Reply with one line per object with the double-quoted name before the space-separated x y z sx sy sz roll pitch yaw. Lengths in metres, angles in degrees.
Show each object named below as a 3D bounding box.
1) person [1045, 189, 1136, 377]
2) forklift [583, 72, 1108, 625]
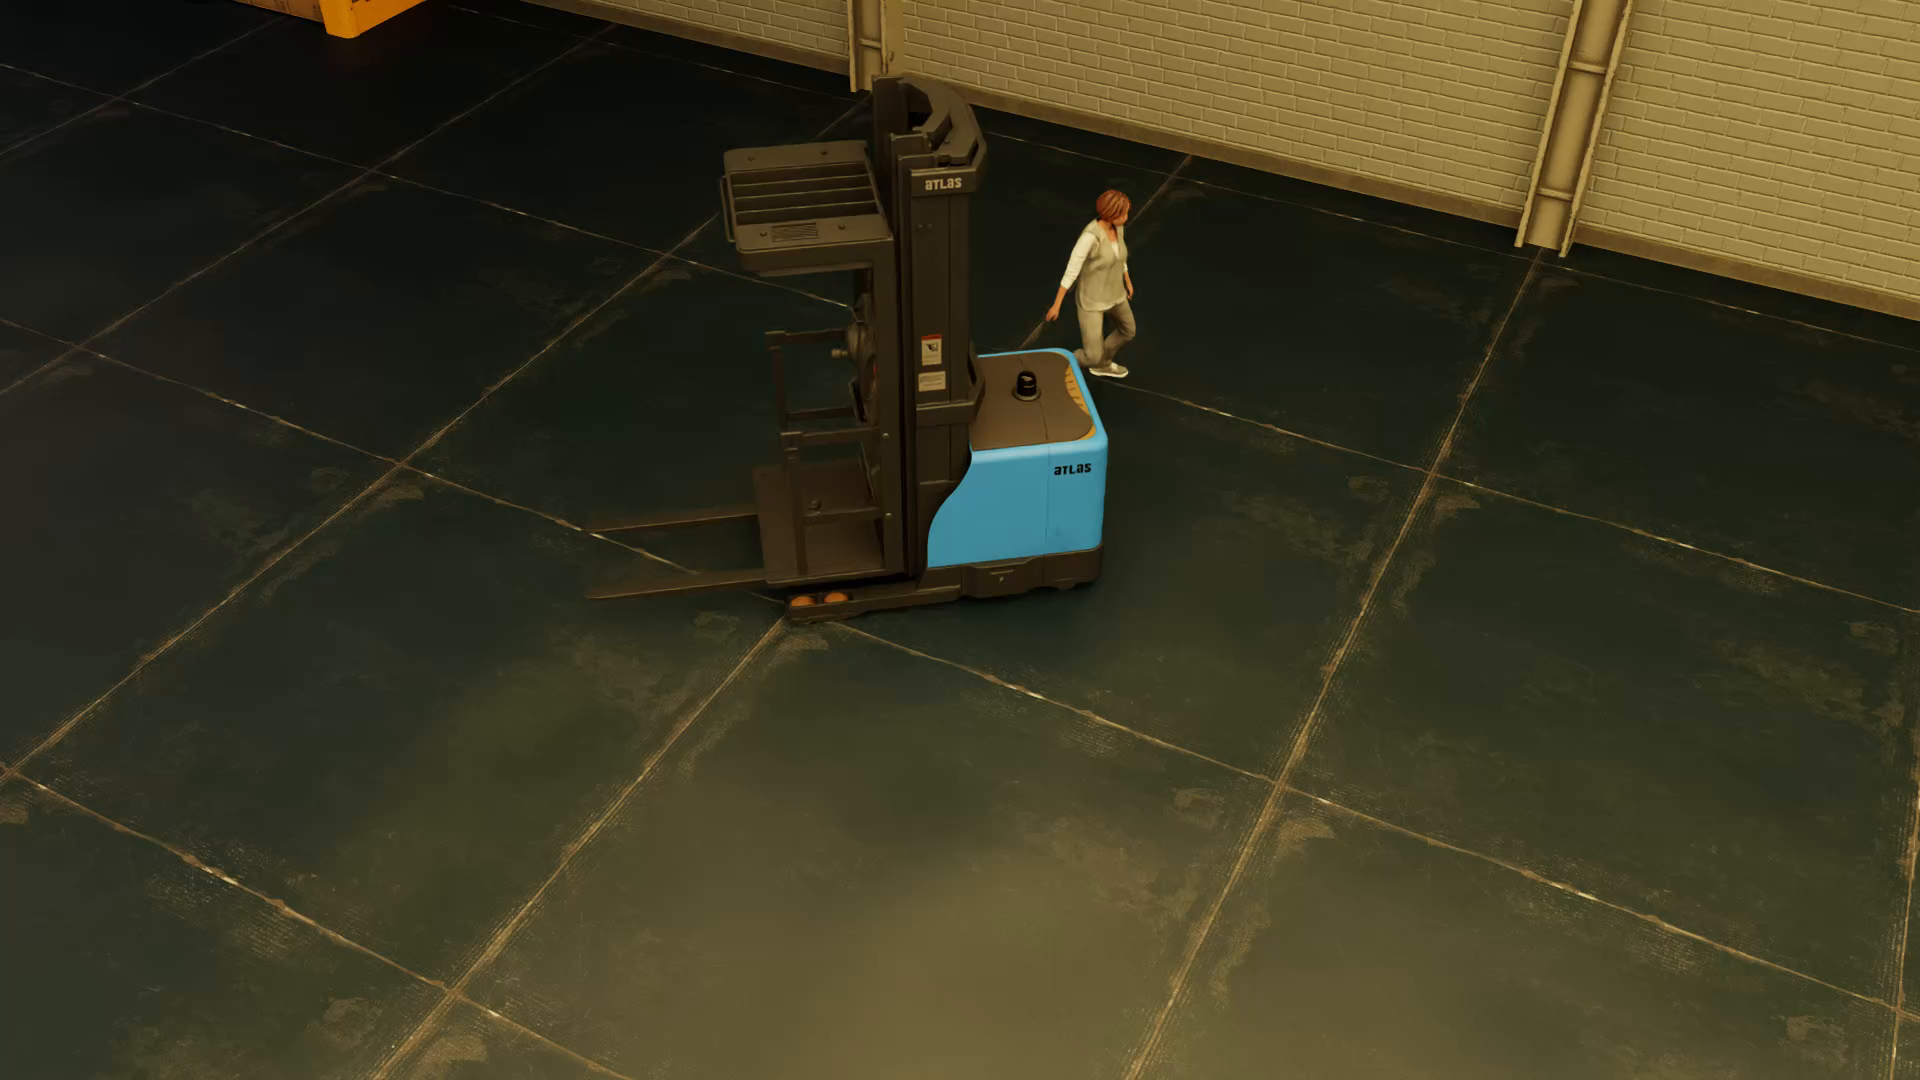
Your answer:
"person" 0.863 -1.611 11.007 0.444 1.517 0.742 33 50 33
"forklift" -0.720 -0.998 9.171 3.031 2.935 1.130 -6 41 -8
